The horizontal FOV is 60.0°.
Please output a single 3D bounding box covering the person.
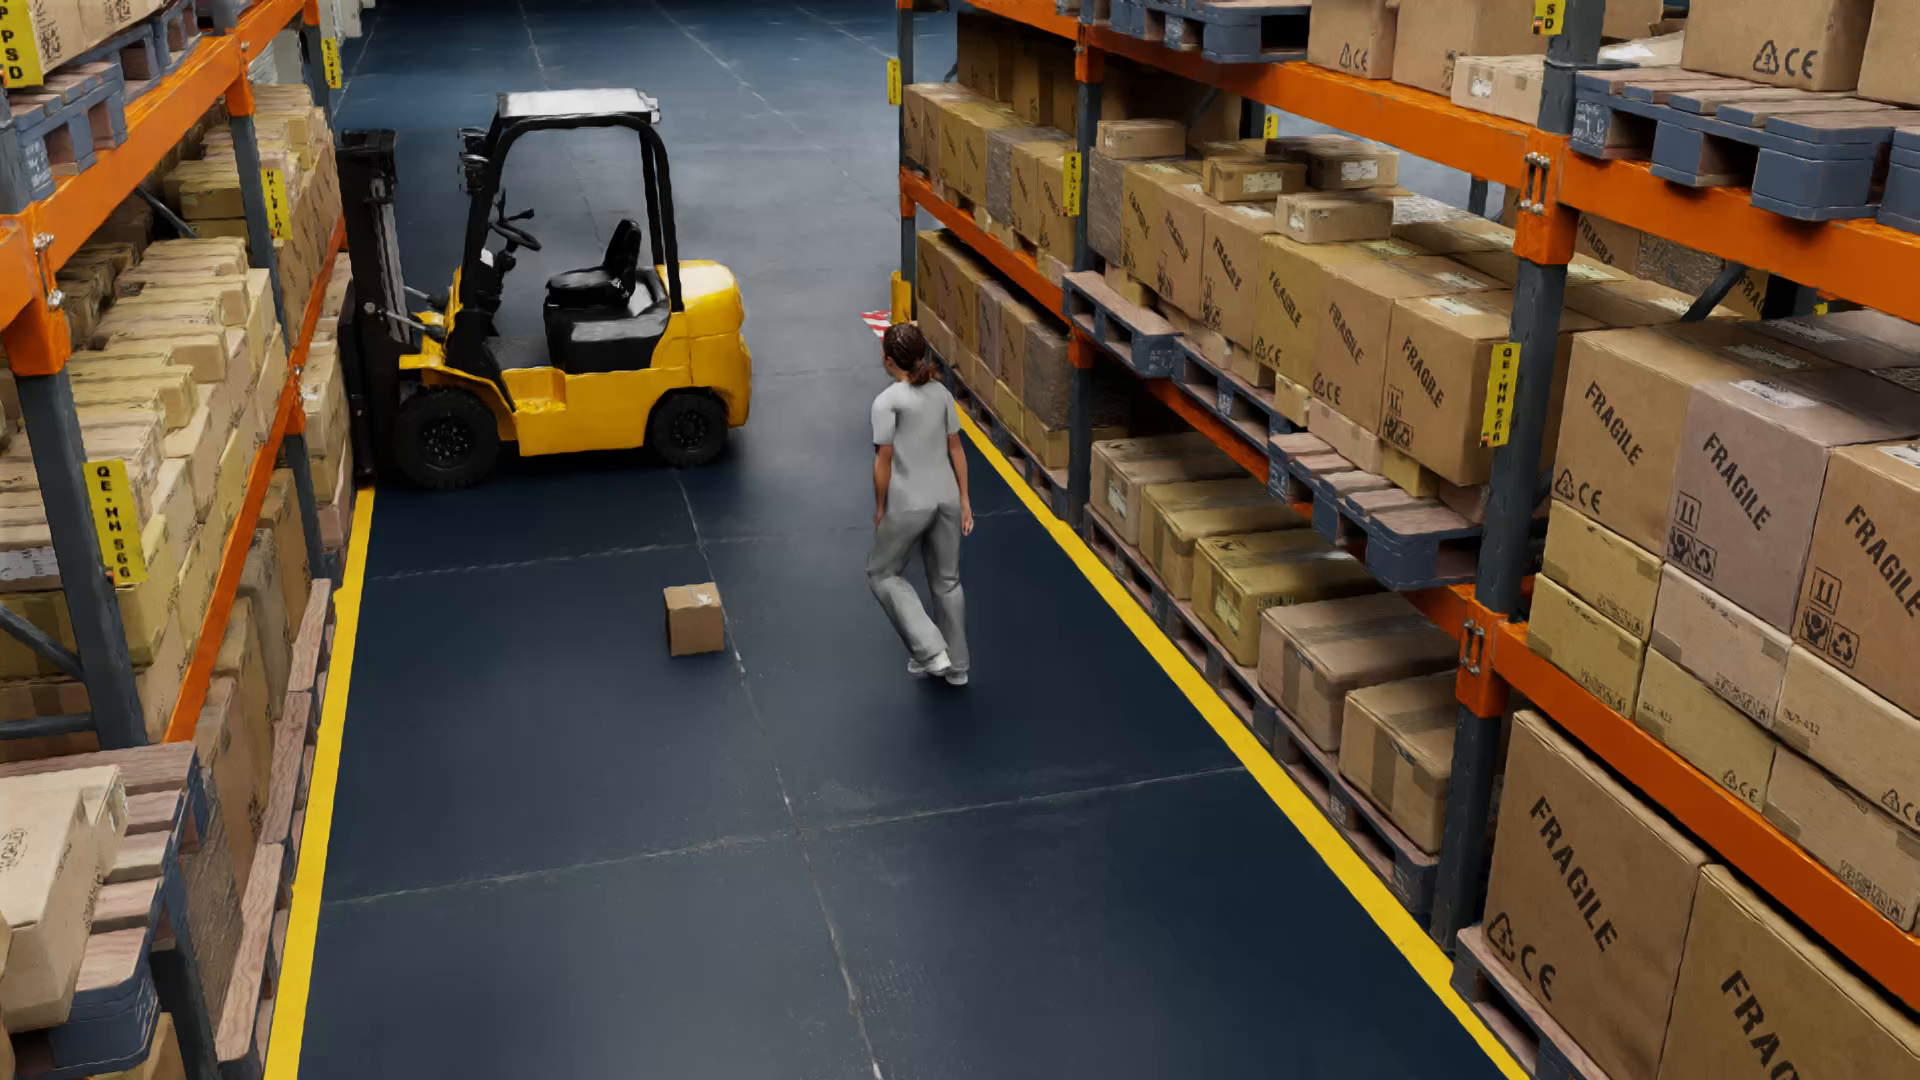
[{"bbox_3d":[-0.157,-0.122,7.416,0.457,1.629,0.557,-17,28,-35],"label":"person"}]
